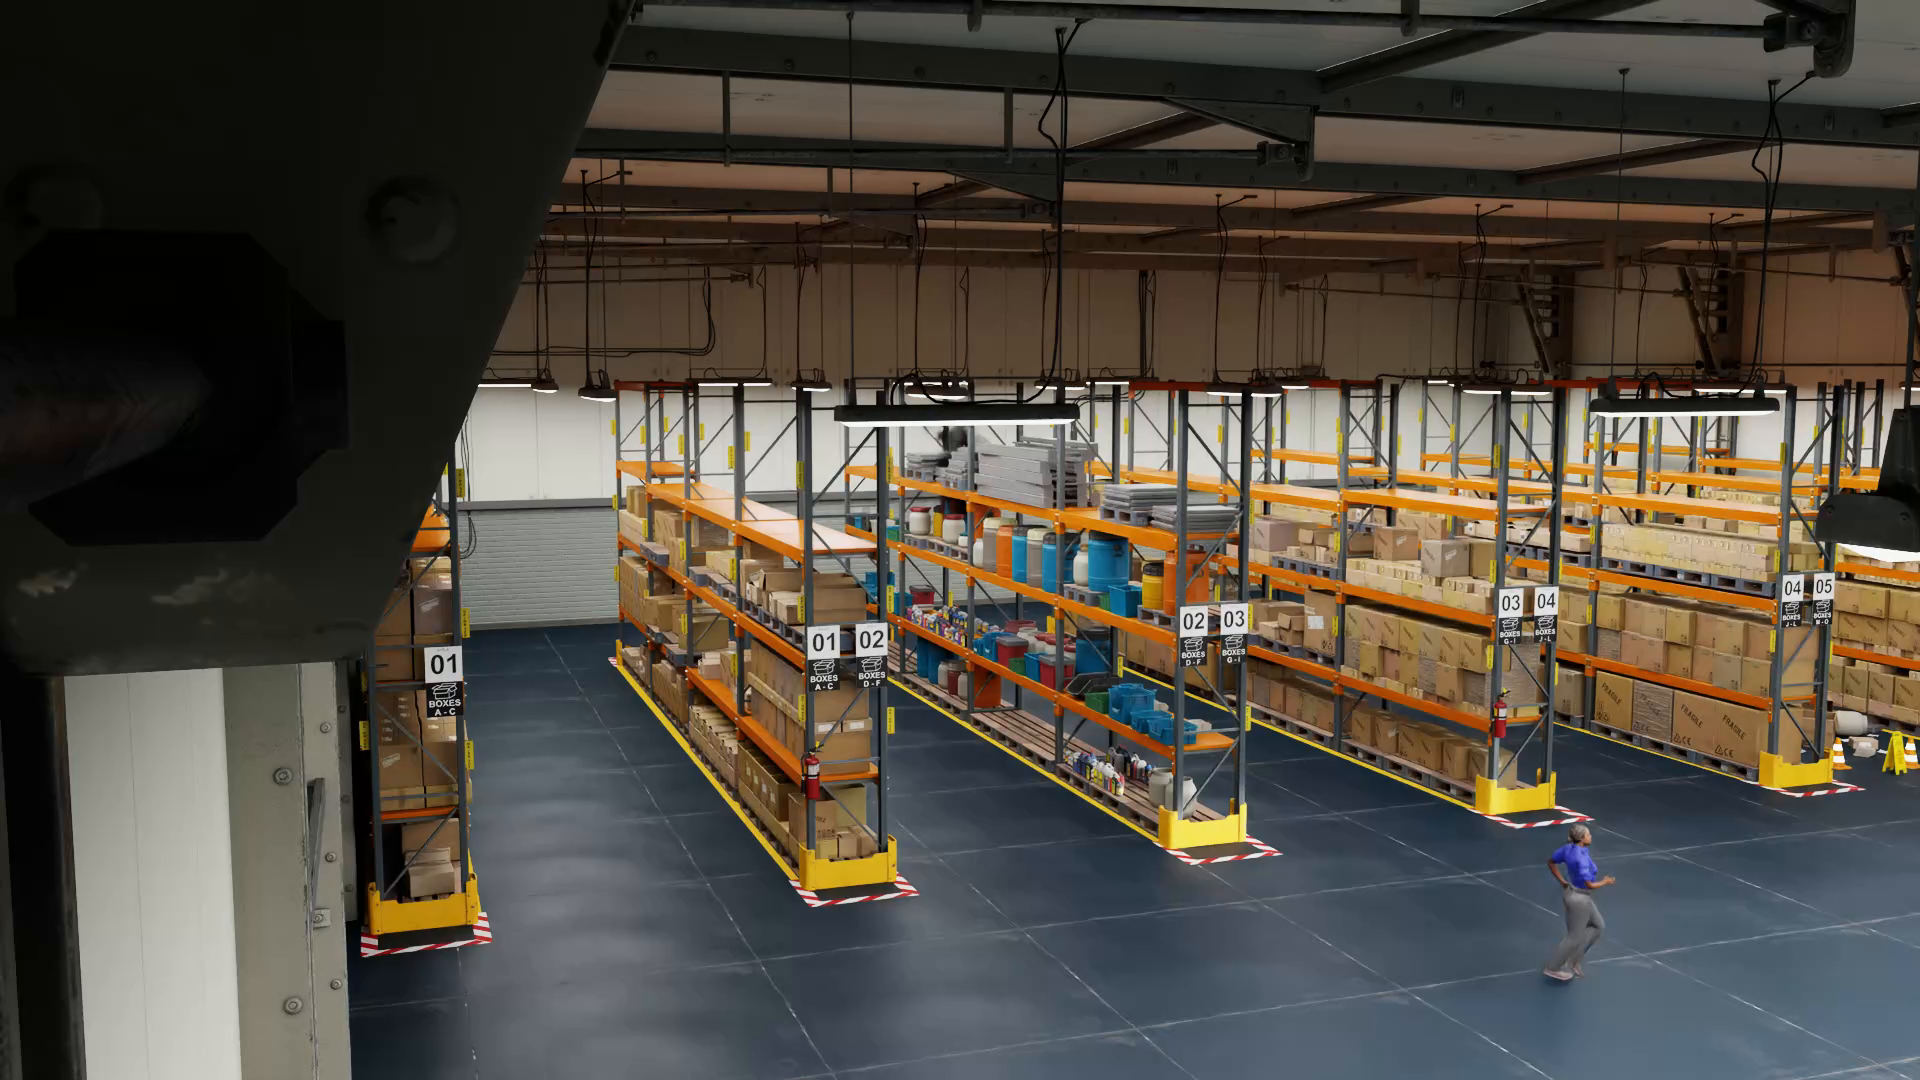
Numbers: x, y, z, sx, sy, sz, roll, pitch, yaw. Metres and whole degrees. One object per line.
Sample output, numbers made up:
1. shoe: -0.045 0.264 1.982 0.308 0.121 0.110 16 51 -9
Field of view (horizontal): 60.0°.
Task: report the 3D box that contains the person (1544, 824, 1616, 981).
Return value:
1. person: 6.349 3.716 17.032 0.688 1.664 0.544 1 6 7
